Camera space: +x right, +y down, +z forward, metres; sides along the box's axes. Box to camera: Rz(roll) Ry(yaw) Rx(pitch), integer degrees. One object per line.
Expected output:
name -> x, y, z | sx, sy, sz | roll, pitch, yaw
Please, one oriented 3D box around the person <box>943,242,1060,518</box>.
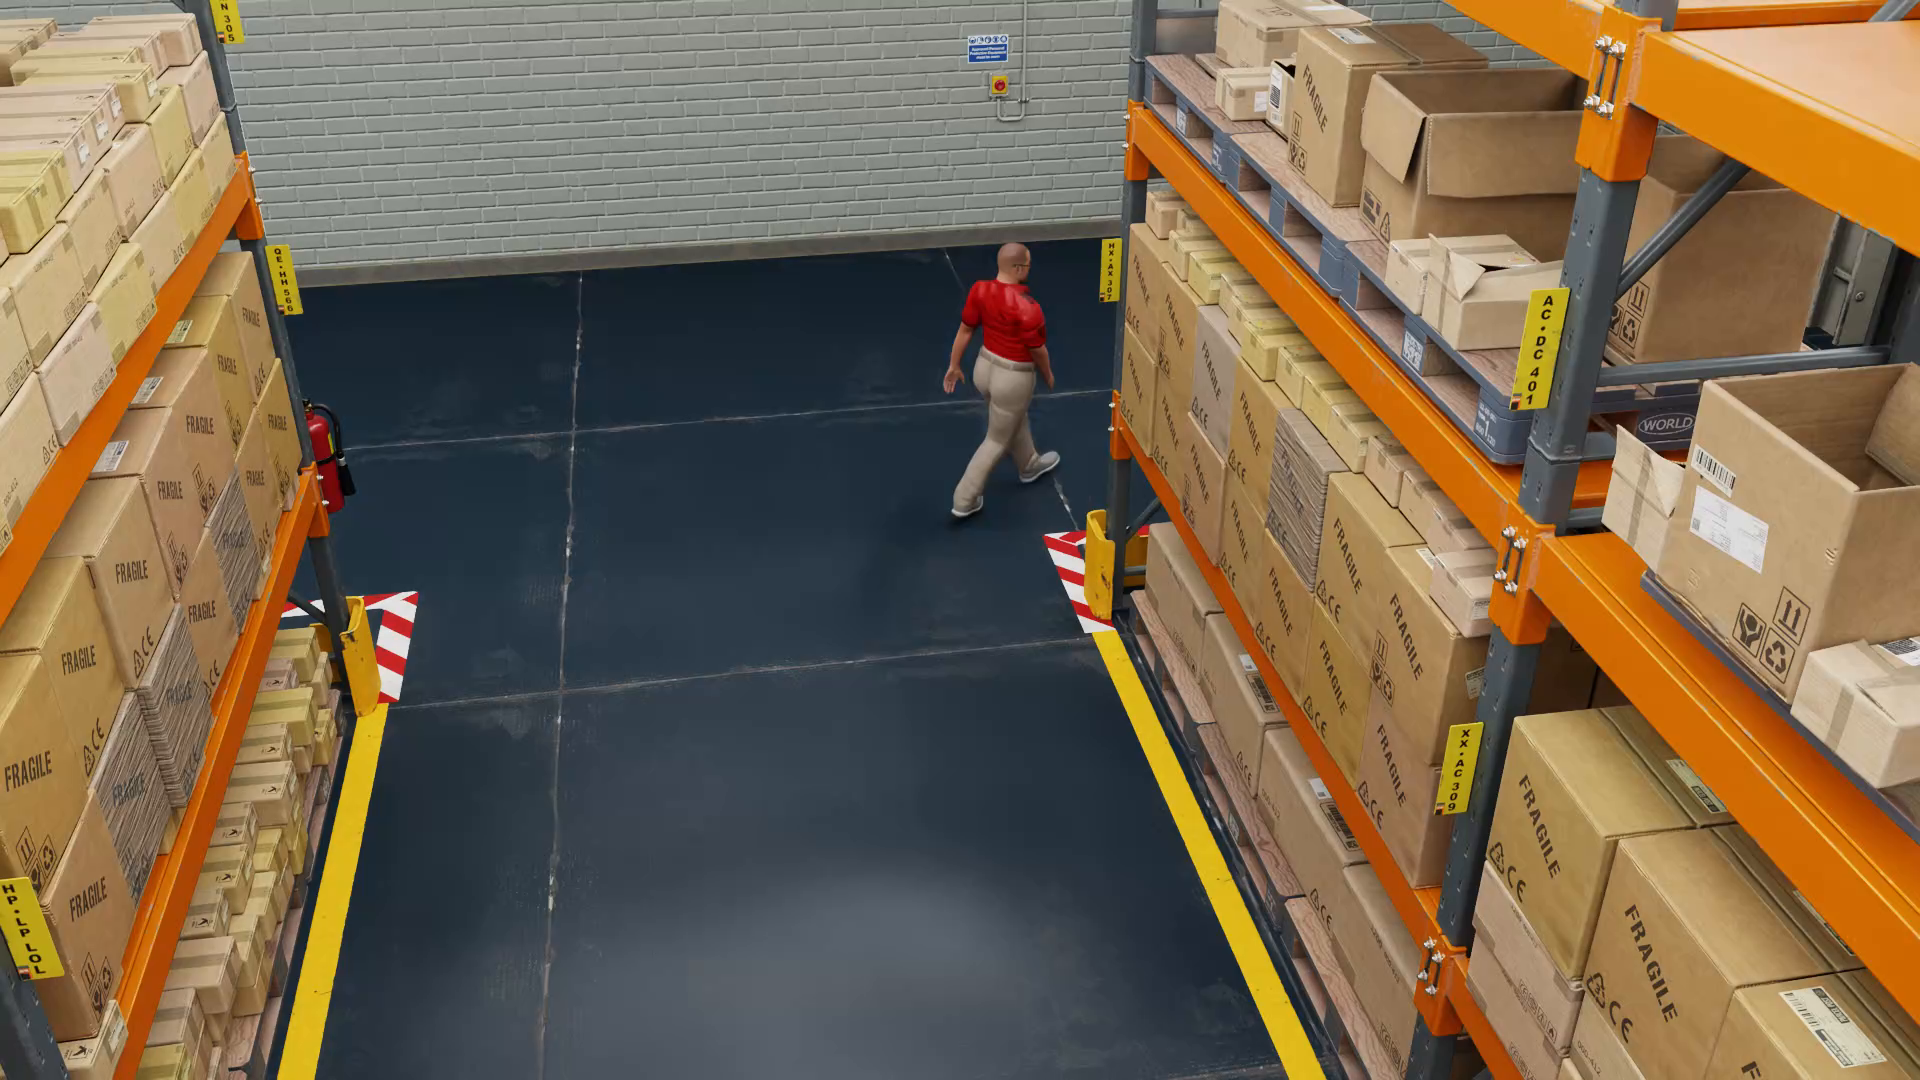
person -> 0.308, -0.995, 9.841 | 0.984, 1.668, 0.623 | -23, 38, -34
